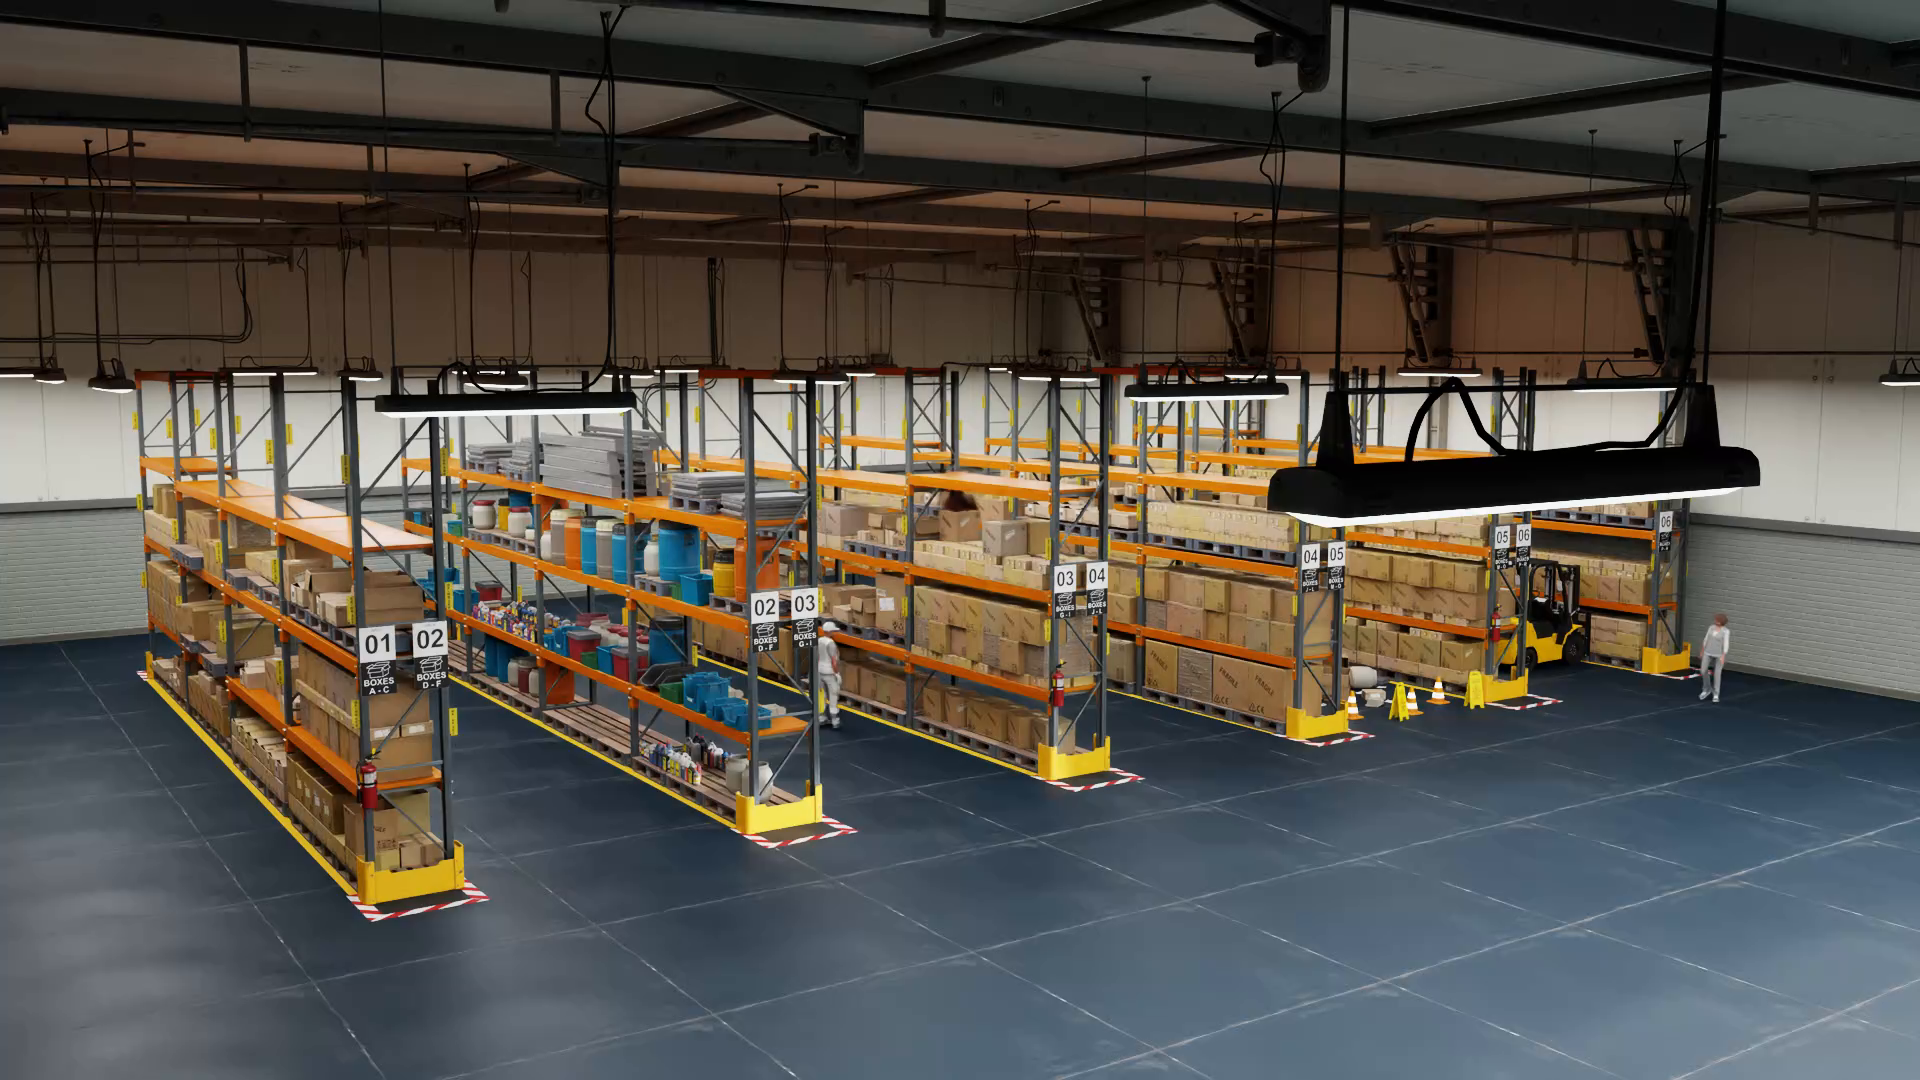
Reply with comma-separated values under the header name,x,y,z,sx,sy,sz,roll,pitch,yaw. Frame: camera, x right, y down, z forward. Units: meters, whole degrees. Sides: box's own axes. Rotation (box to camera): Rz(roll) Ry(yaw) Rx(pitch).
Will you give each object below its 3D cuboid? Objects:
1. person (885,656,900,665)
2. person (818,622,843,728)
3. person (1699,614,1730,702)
name,x,y,z,sx,sy,sz,roll,pitch,yaw
person,-1.248,1.832,32.256,0.628,1.675,0.968,-4,8,-33
person,-2.184,2.266,28.083,0.407,1.790,0.619,-5,8,-37
person,13.712,2.135,30.268,0.501,1.611,0.402,5,8,38
